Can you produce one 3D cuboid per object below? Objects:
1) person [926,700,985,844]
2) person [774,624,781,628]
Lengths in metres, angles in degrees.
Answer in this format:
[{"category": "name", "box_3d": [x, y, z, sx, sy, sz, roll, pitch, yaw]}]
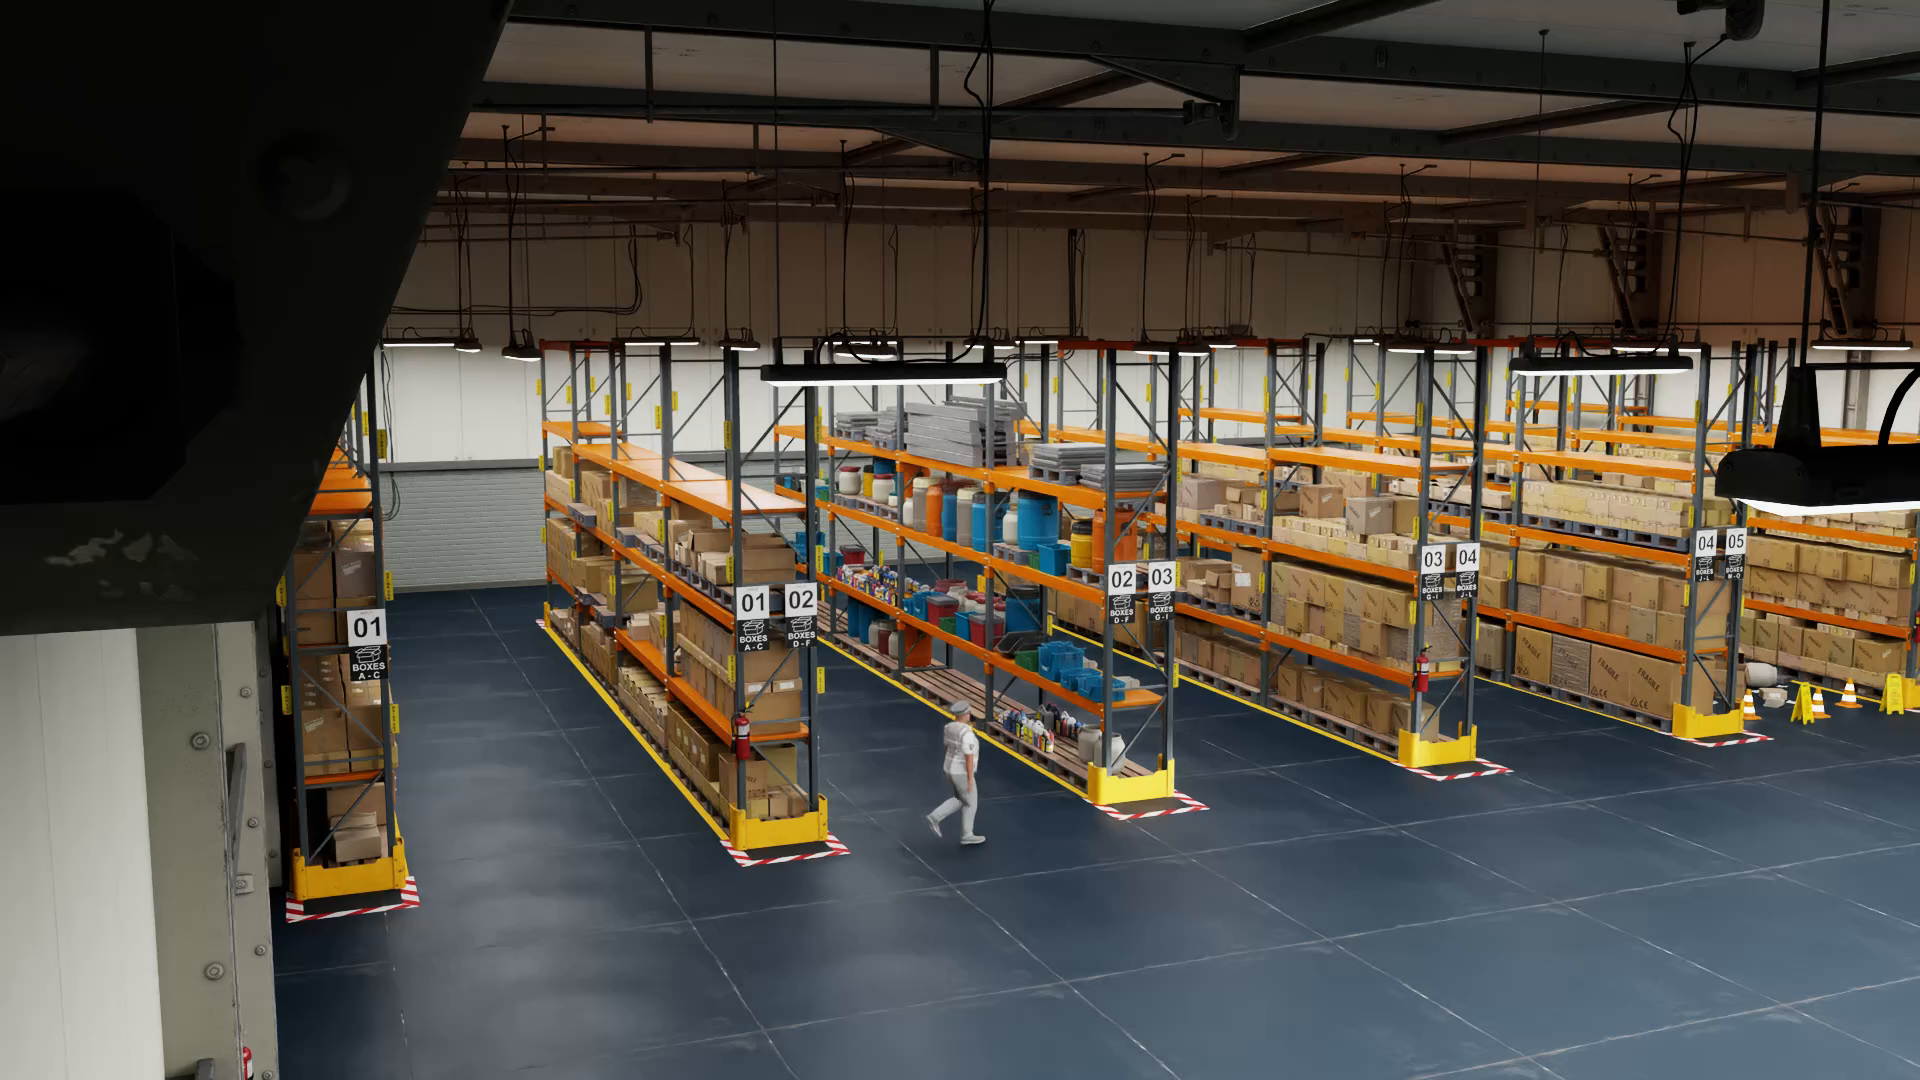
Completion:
[{"category": "person", "box_3d": [-0.037, 2.824, 20.201, 0.683, 1.756, 0.530, -3, 8, -20]}, {"category": "person", "box_3d": [-3.488, 1.441, 30.949, 0.625, 1.697, 1.092, -4, 8, -27]}]
